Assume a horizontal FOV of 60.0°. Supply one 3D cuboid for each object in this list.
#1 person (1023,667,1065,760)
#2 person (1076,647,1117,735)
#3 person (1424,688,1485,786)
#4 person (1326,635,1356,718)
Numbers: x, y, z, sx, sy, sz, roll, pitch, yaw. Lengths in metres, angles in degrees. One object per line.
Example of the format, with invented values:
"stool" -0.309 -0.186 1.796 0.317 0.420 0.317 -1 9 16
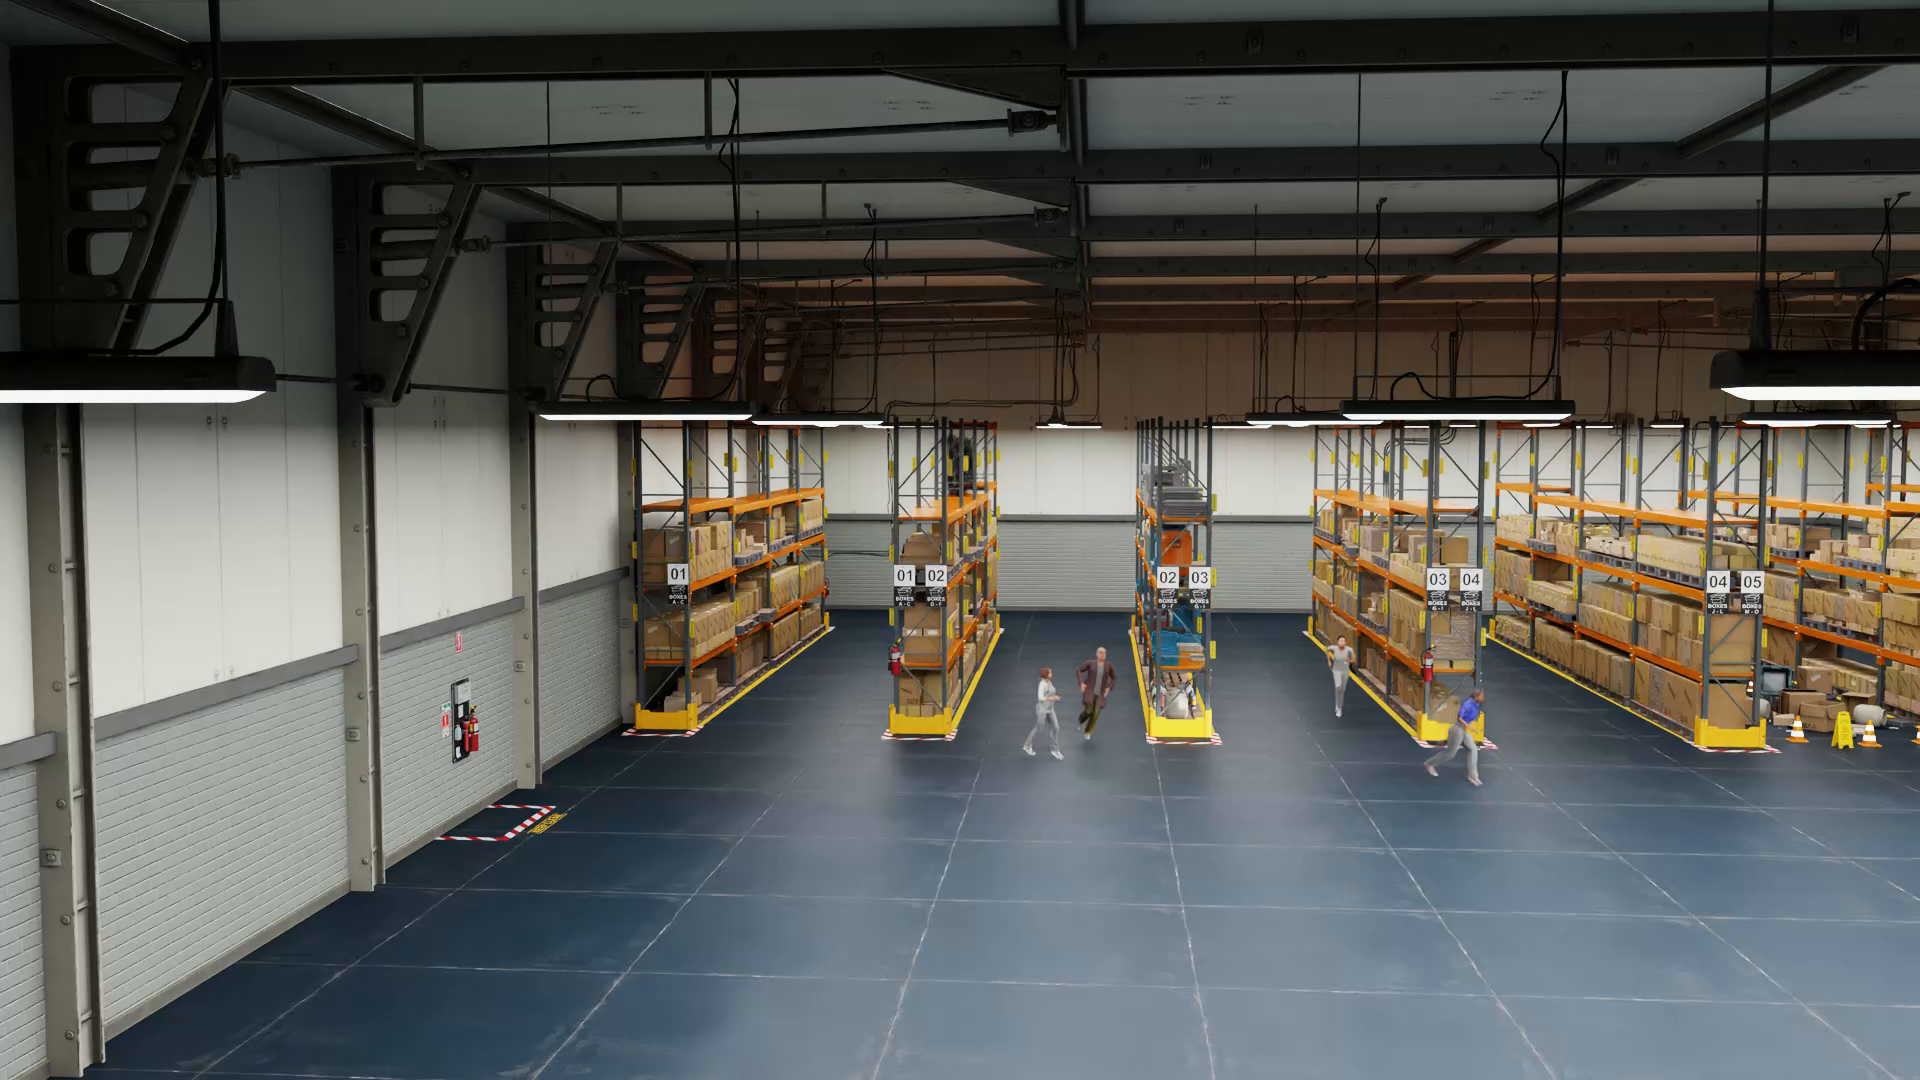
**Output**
"person" 1.449 3.023 29.019 0.752 1.616 0.528 2 4 30
"person" 2.564 2.868 30.989 0.750 1.571 0.544 0 4 -7
"person" 8.079 3.233 27.153 0.977 1.517 0.611 2 4 29
"person" 7.684 2.713 33.586 0.561 1.654 0.915 0 4 3
